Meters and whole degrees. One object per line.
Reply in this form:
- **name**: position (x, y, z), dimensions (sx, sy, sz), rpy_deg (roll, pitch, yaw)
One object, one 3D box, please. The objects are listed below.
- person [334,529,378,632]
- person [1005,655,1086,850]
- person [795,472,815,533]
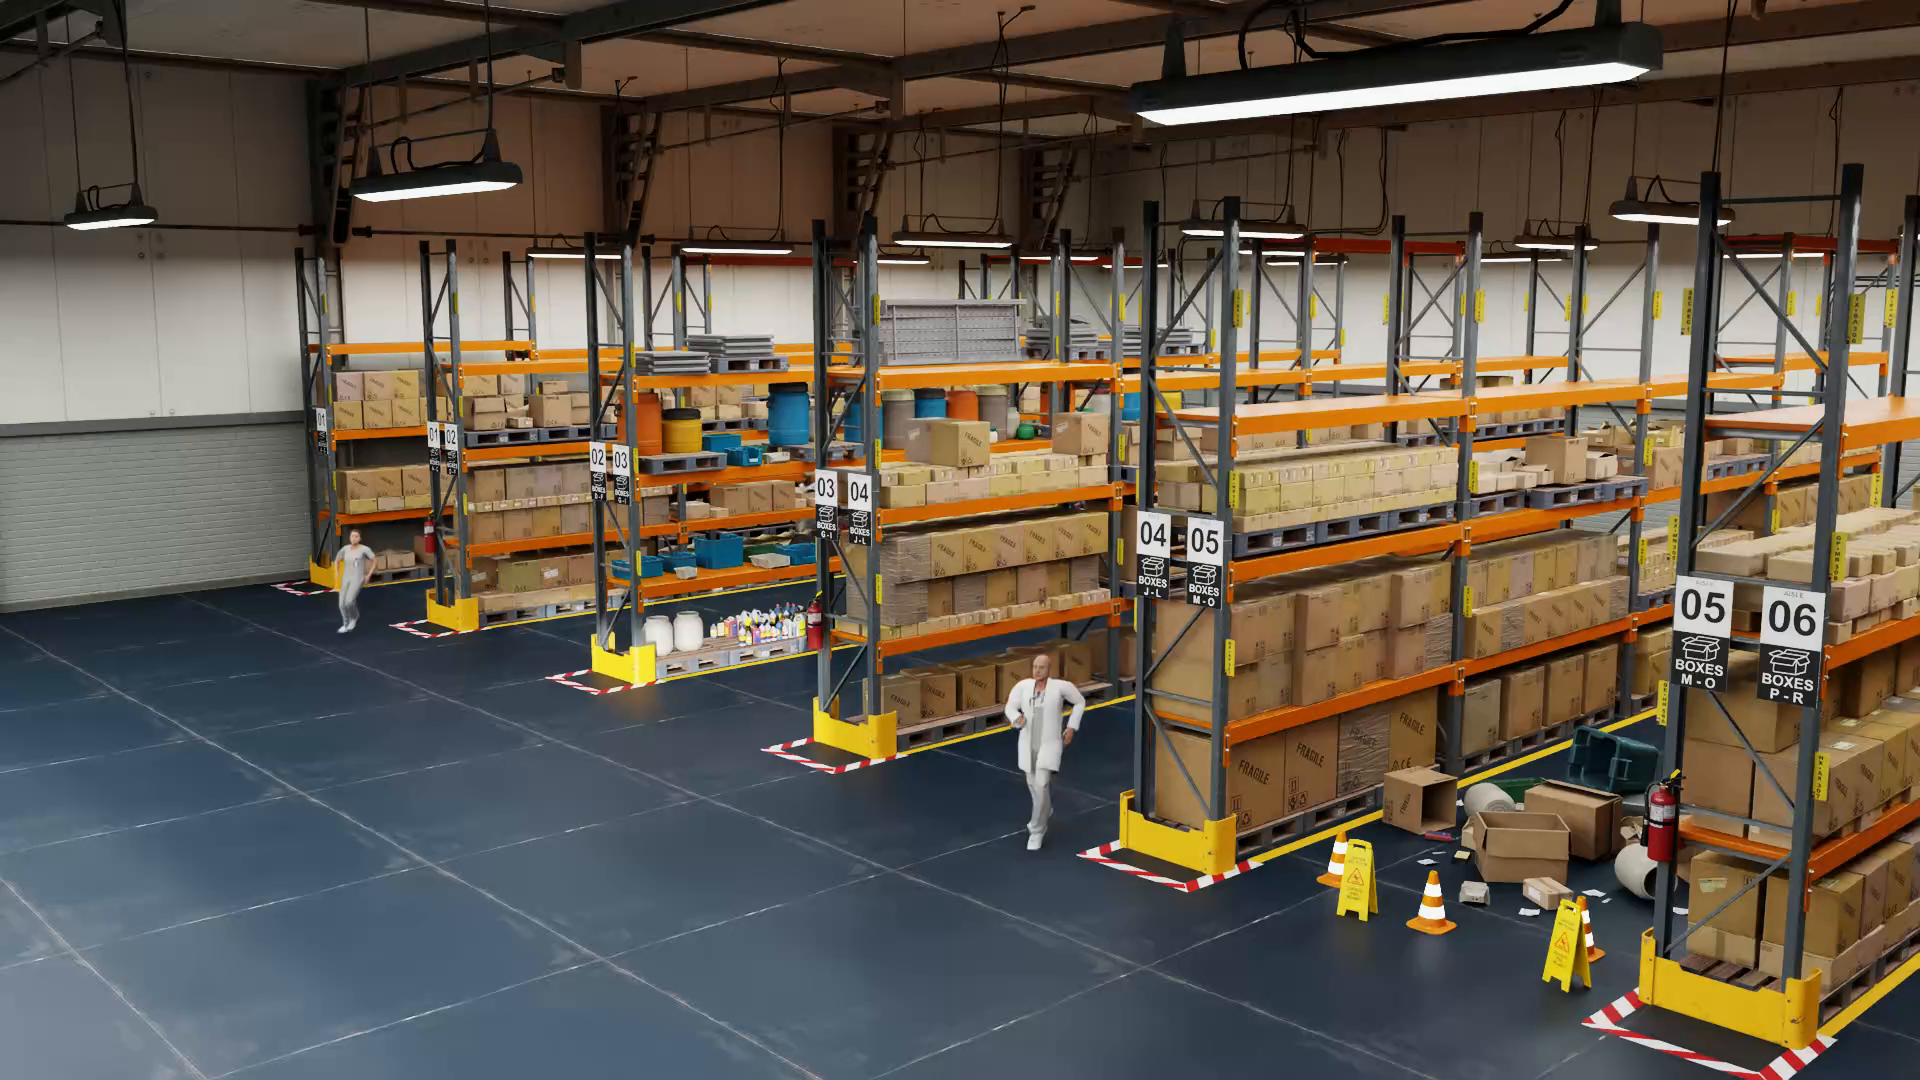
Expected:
- **person**: position (-9.314, 0.630, 25.537), dimensions (0.625, 1.619, 0.558), rpy_deg (1, 8, 6)
- **person**: position (0.789, 1.992, 15.826), dimensions (0.716, 1.858, 0.835), rpy_deg (4, 9, 25)
- **person**: position (-3.018, -0.527, 32.977), dimensions (0.692, 1.746, 0.789), rpy_deg (8, 11, 43)
